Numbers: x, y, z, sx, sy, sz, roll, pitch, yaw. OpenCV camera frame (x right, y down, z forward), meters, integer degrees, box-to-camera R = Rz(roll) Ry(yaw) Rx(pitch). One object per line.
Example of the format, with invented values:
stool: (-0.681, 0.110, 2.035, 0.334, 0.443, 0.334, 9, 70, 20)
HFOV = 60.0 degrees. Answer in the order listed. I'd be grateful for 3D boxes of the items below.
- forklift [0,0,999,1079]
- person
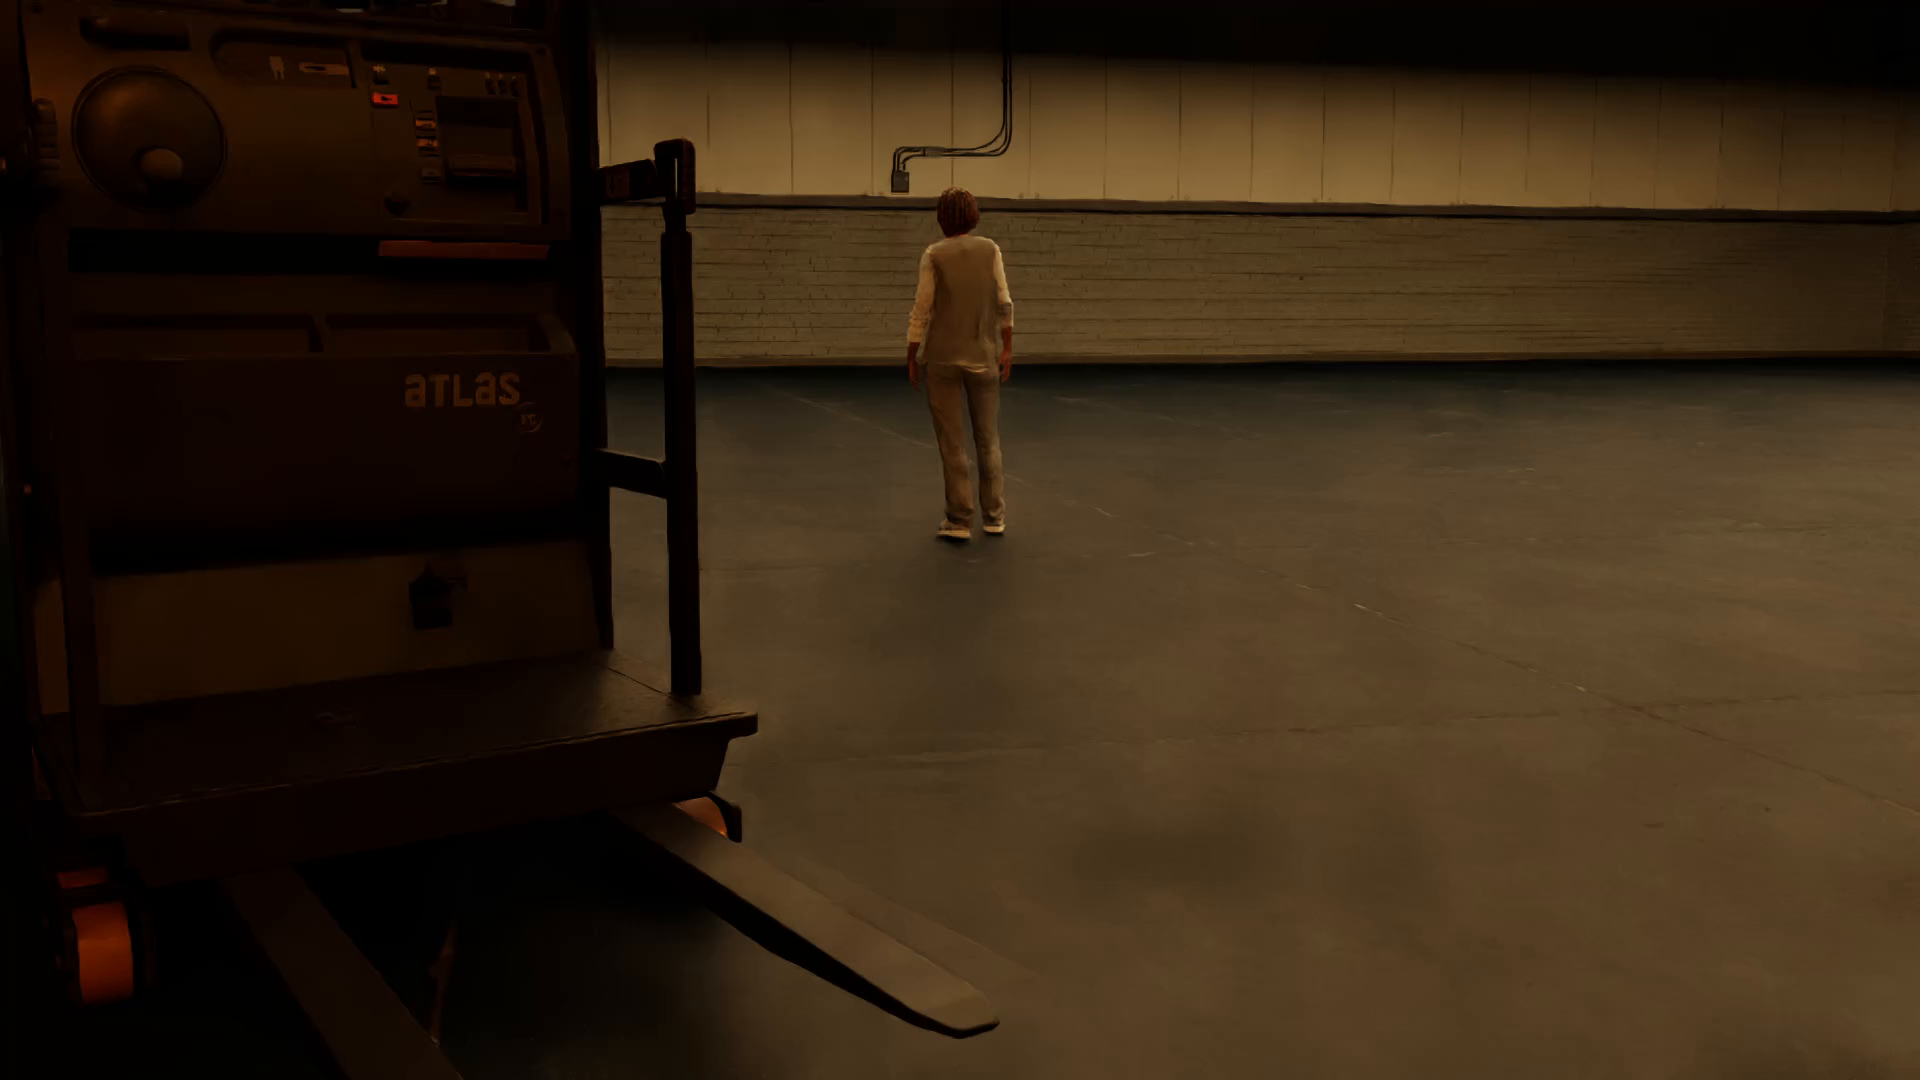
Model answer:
forklift: (-1.067, -0.804, 2.881, 1.130, 2.935, 3.031, -5, 10, -33)
person: (-0.004, -0.808, 7.670, 0.521, 1.597, 0.474, -2, 8, -13)
